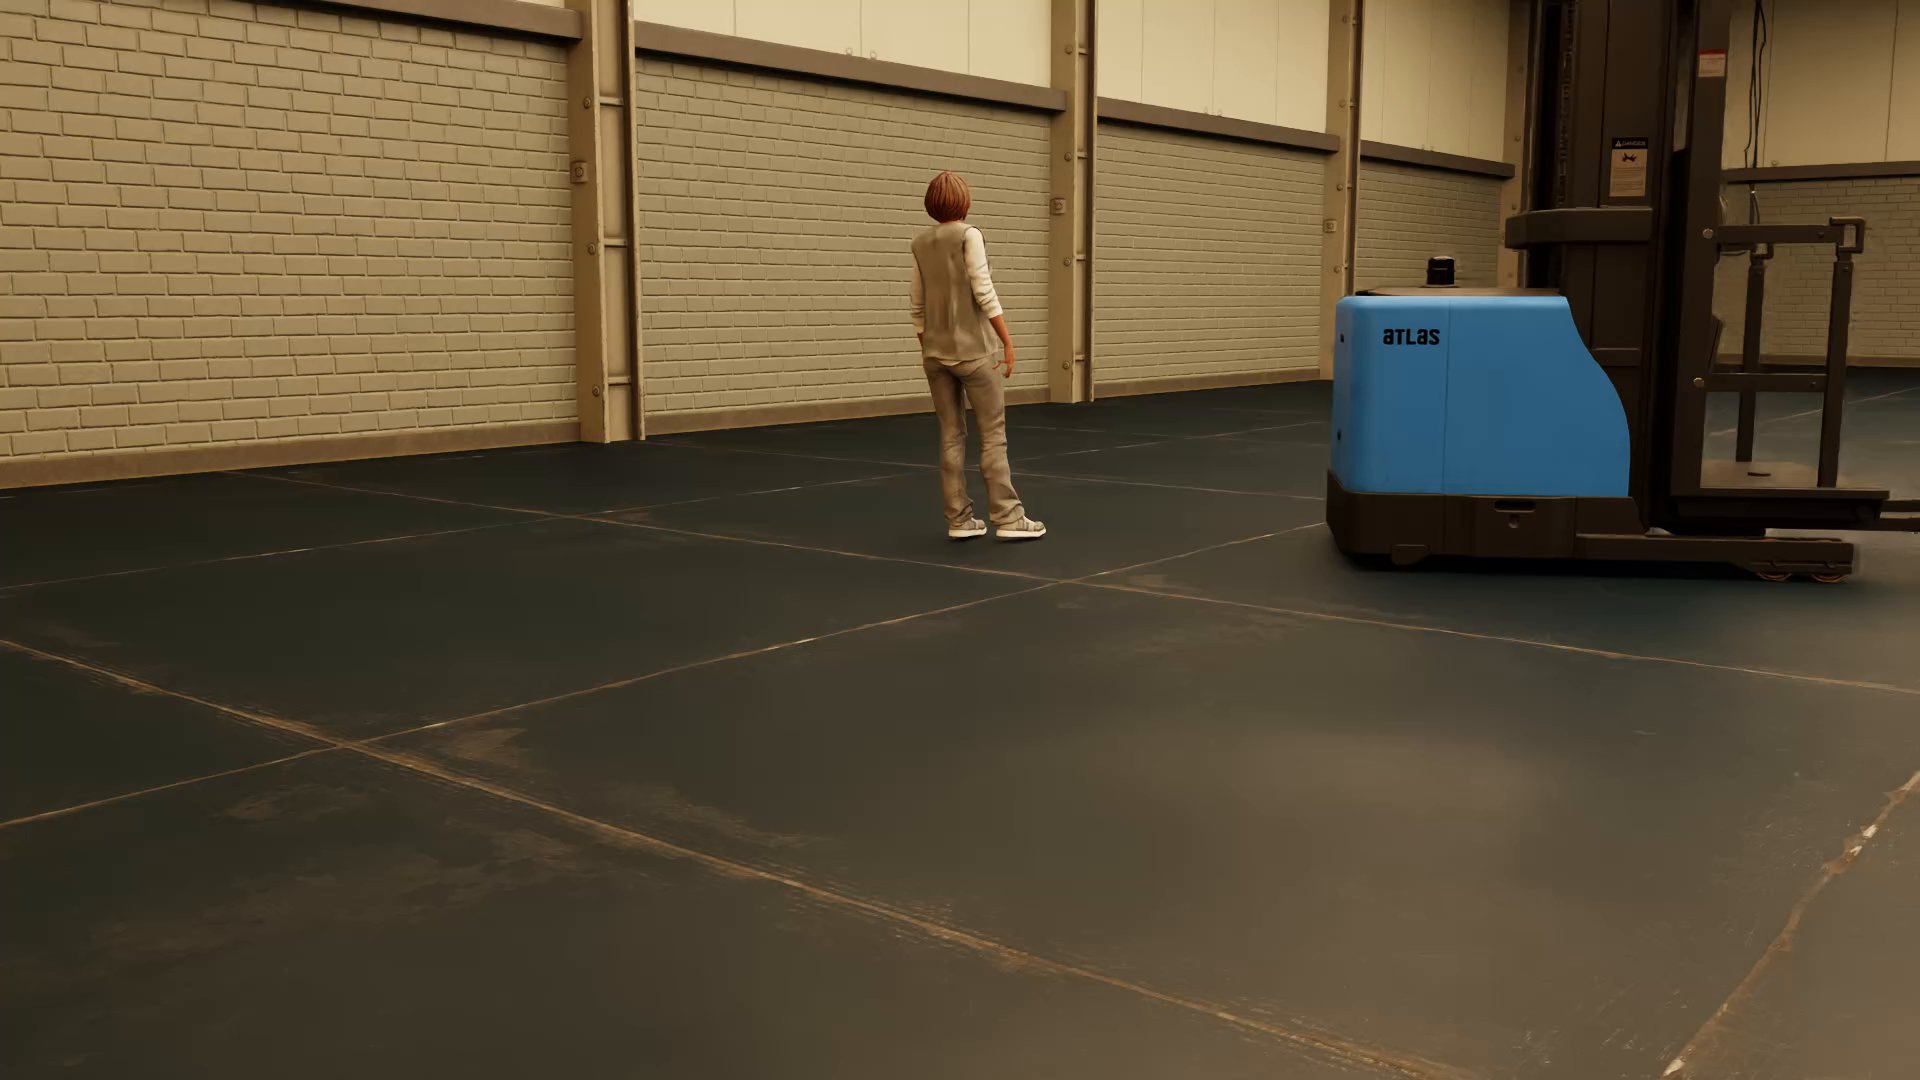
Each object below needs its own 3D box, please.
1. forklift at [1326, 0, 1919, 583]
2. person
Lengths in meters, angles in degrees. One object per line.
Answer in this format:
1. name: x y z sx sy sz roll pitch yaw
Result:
1. forklift: 3.085 -1.370 6.646 3.031 2.935 1.130 1 8 8
2. person: 0.058 -0.804 7.337 0.521 1.599 0.473 7 11 38
